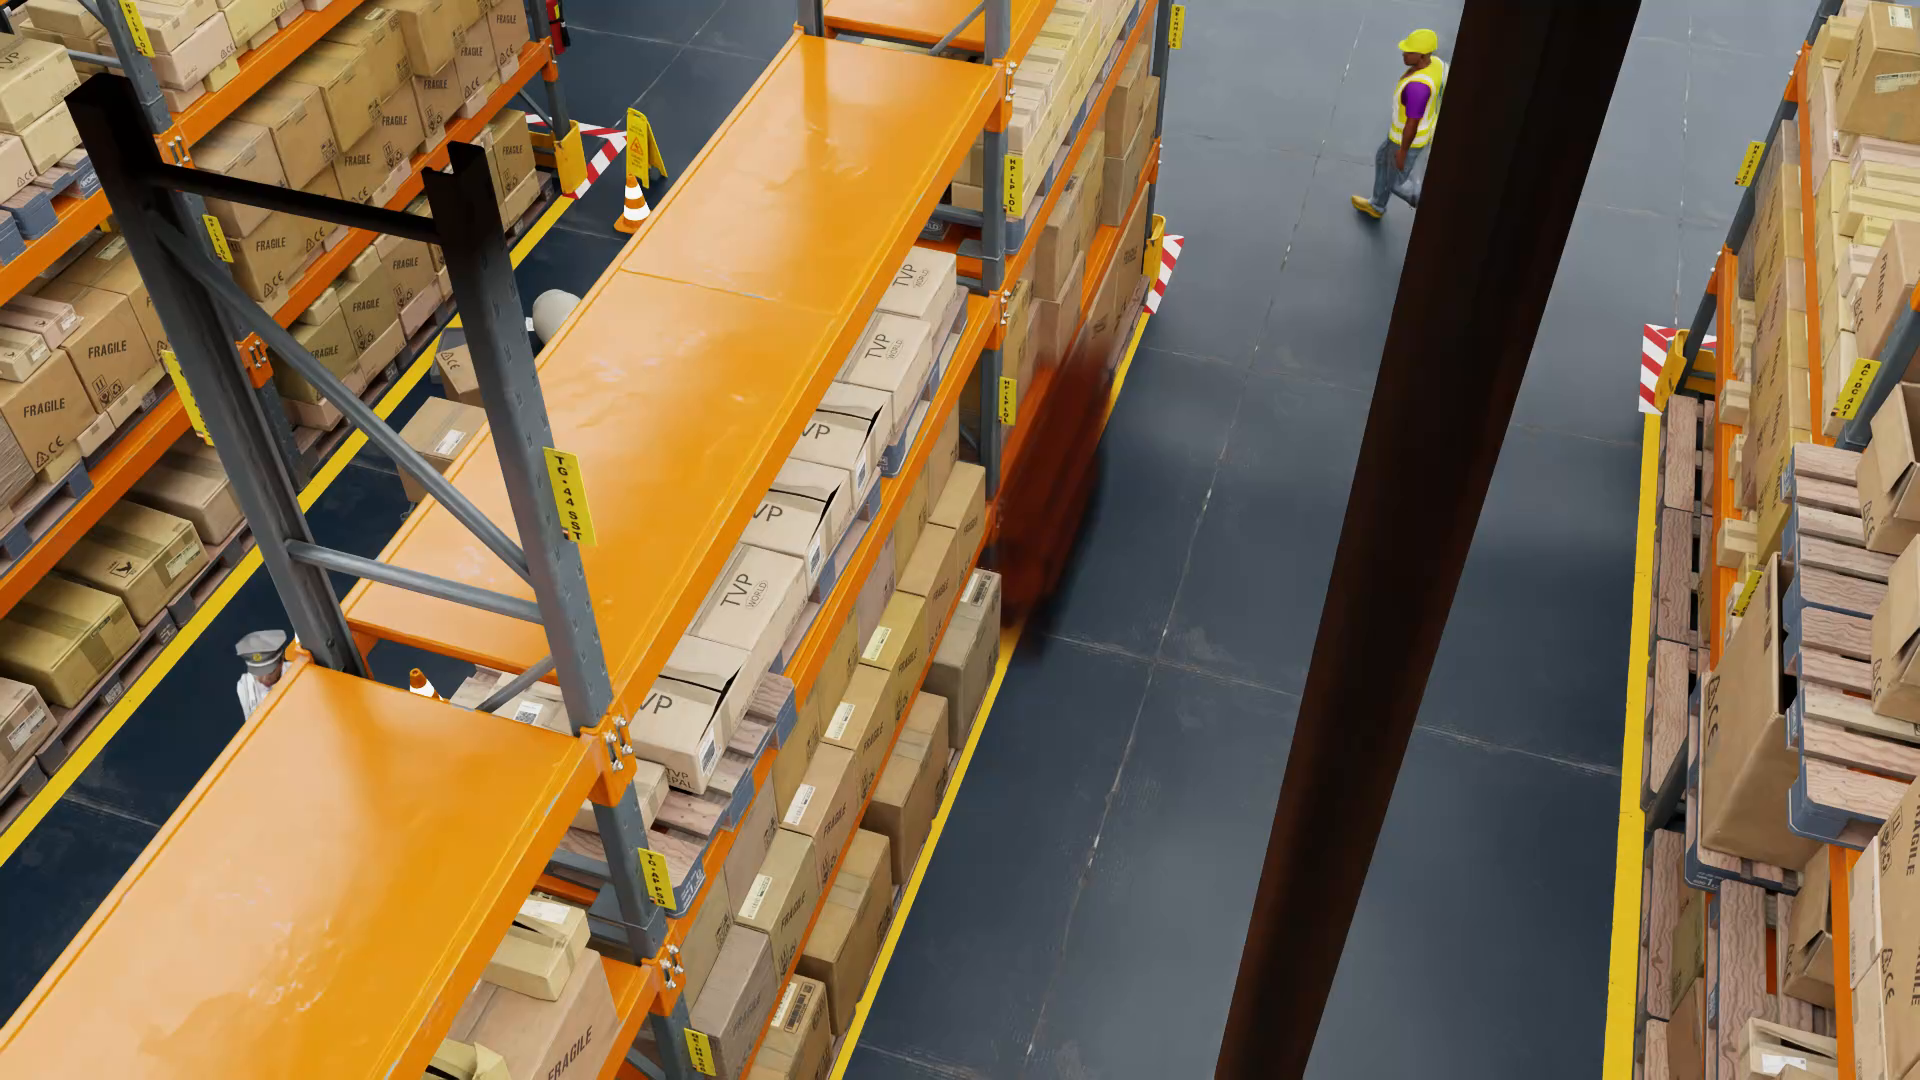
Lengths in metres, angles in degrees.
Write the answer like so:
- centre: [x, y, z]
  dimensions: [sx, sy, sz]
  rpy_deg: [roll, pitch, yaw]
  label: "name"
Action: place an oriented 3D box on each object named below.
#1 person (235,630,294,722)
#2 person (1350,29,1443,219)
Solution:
- centre: [-3.503, 1.093, 8.913]
  dimensions: [0.518, 1.716, 0.360]
  rpy_deg: [-7, 46, -7]
  label: "person"
- centre: [3.583, -3.186, 13.030]
  dimensions: [0.891, 1.730, 0.607]
  rpy_deg: [24, 50, 22]
  label: "person"
